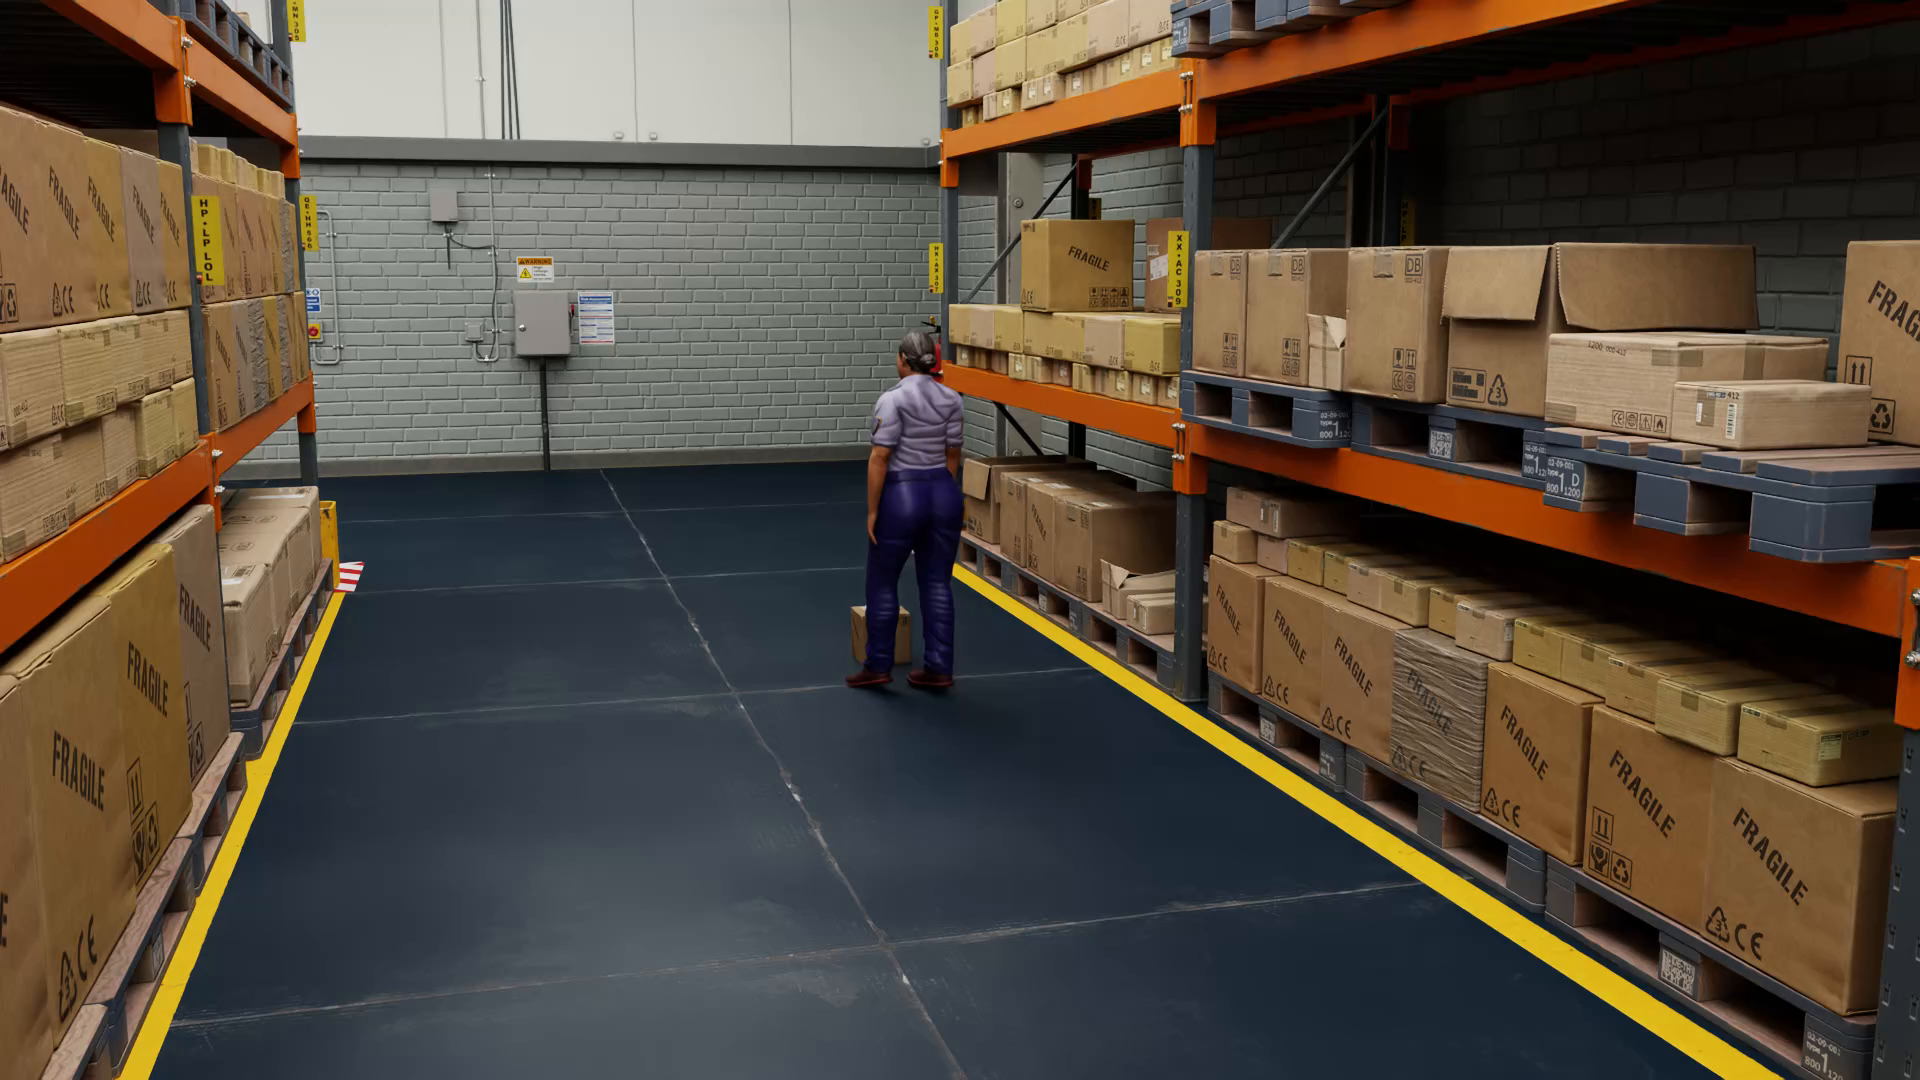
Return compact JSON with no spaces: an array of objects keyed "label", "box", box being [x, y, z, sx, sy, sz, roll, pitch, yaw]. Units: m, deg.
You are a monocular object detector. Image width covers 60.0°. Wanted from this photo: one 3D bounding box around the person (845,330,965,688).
[{"label":"person","box":[-0.238,-0.126,7.688,0.497,1.674,0.497,-6,11,-31]}]
